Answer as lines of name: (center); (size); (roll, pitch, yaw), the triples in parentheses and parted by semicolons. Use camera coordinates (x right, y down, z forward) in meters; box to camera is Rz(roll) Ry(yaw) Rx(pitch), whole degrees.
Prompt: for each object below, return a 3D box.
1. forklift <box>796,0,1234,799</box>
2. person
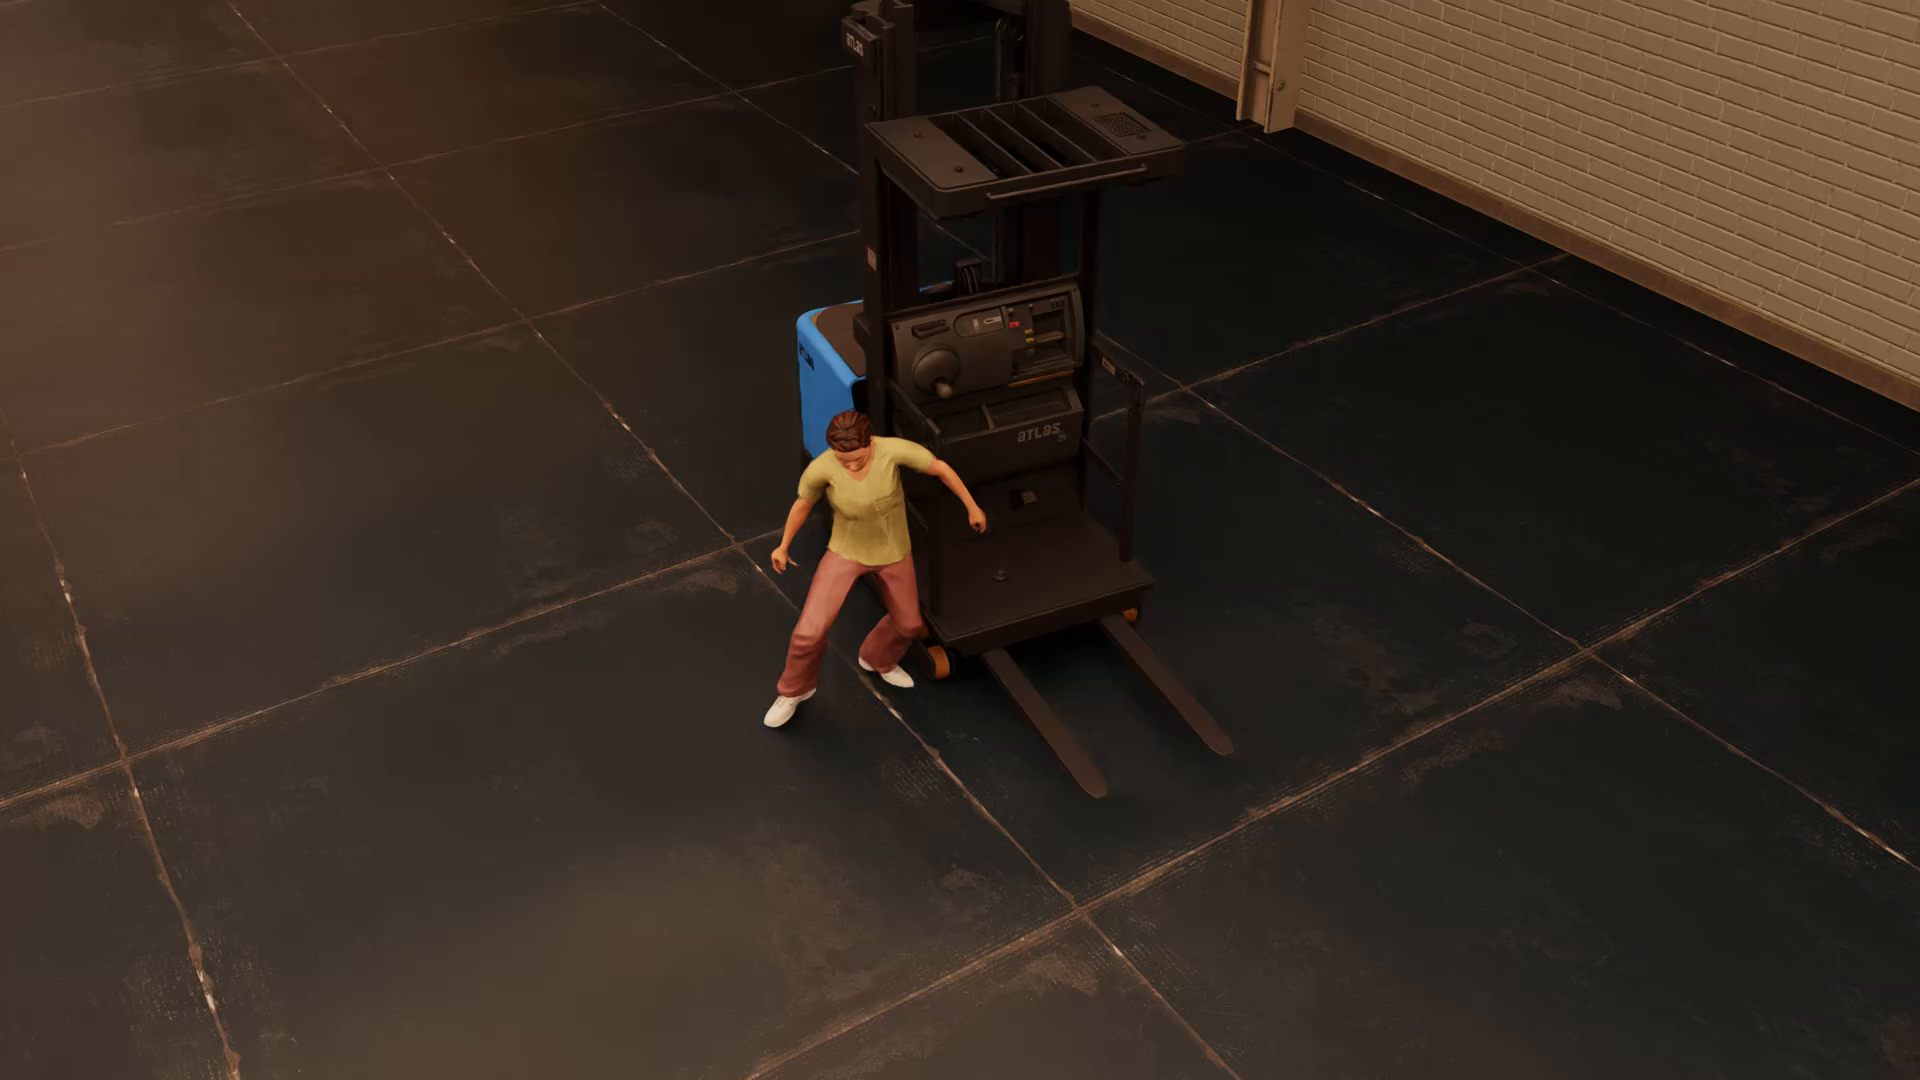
forklift: (0.225, -0.830, 7.329); (1.130, 2.935, 3.031); (-15, 38, -20)
person: (-0.399, 0.069, 7.239); (1.046, 1.606, 0.491); (-7, 36, -10)
